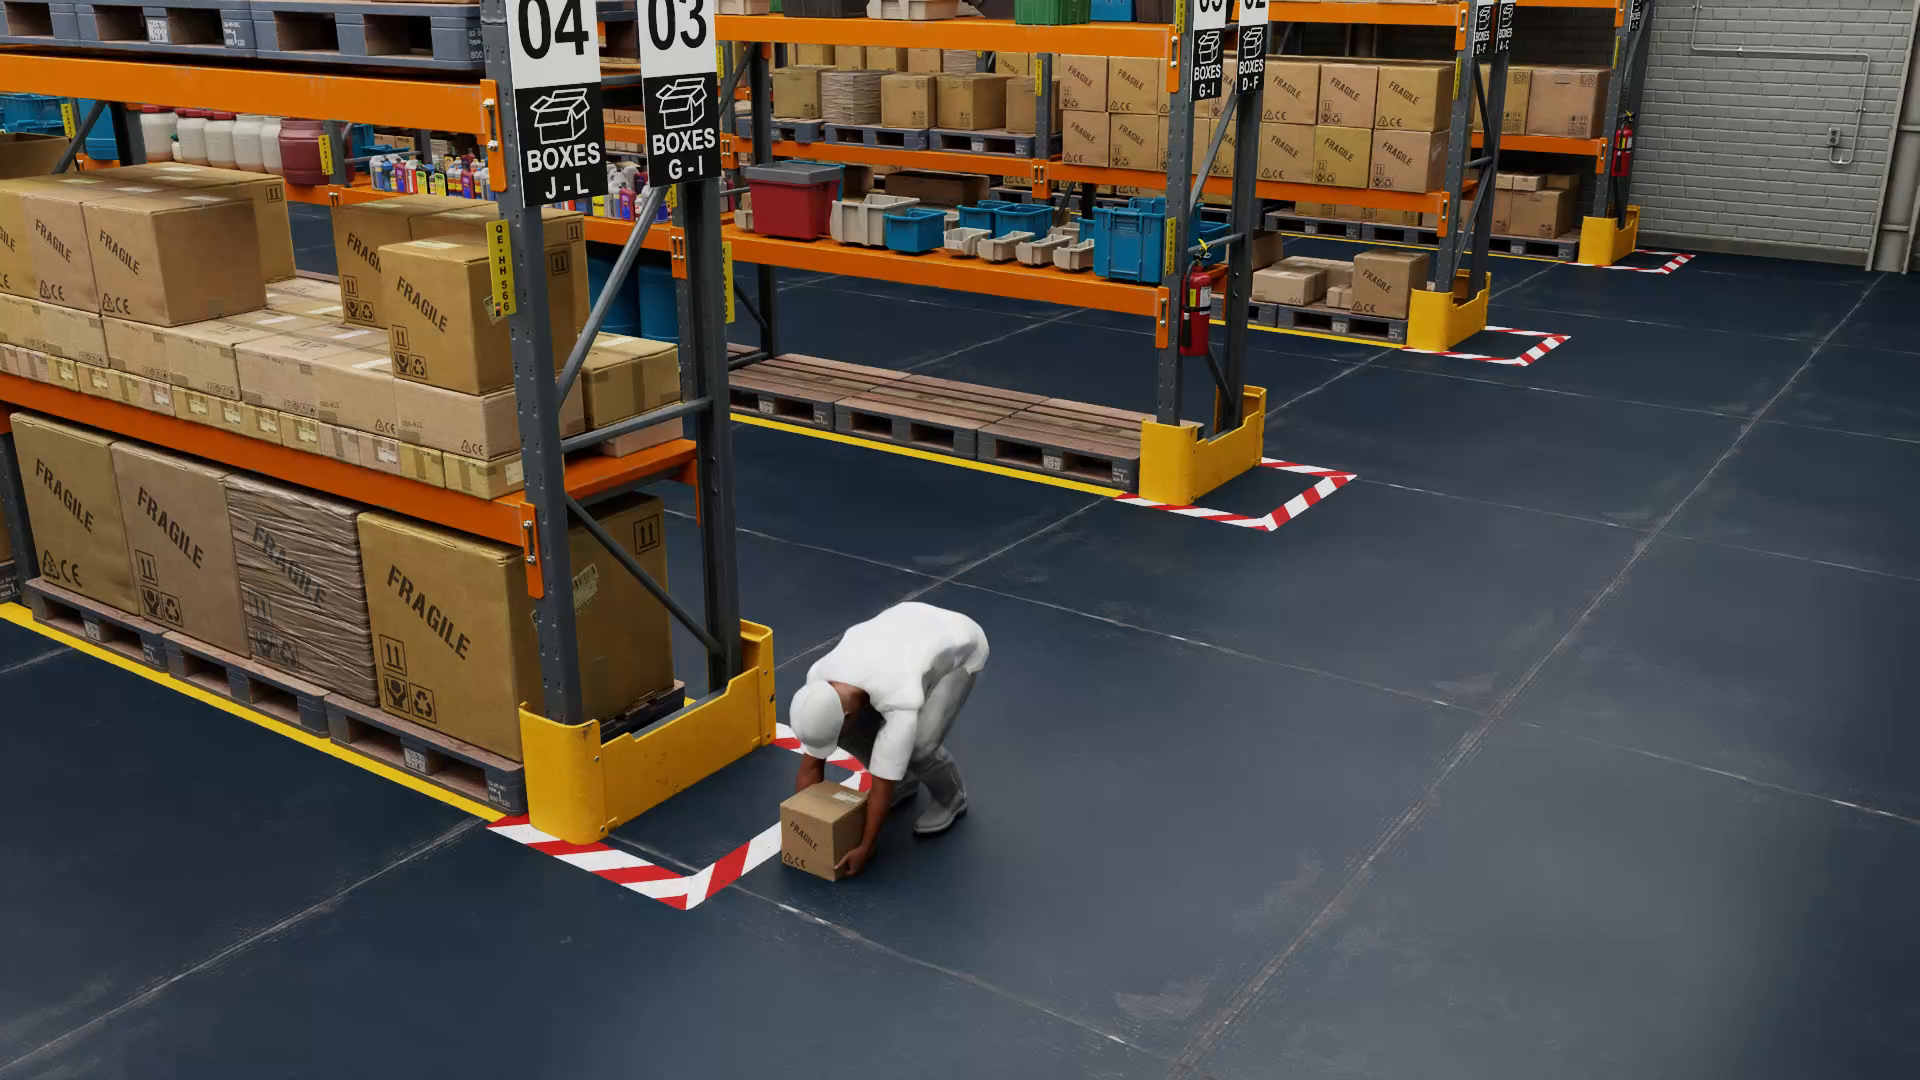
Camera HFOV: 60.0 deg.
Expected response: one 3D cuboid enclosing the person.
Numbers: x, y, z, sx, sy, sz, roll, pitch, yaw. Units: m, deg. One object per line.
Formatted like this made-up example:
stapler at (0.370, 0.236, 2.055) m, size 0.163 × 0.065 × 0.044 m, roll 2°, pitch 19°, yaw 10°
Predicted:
person at (-0.283, 0.733, 6.363) m, size 0.513 × 0.874 × 0.980 m, roll 15°, pitch 24°, yaw 35°
